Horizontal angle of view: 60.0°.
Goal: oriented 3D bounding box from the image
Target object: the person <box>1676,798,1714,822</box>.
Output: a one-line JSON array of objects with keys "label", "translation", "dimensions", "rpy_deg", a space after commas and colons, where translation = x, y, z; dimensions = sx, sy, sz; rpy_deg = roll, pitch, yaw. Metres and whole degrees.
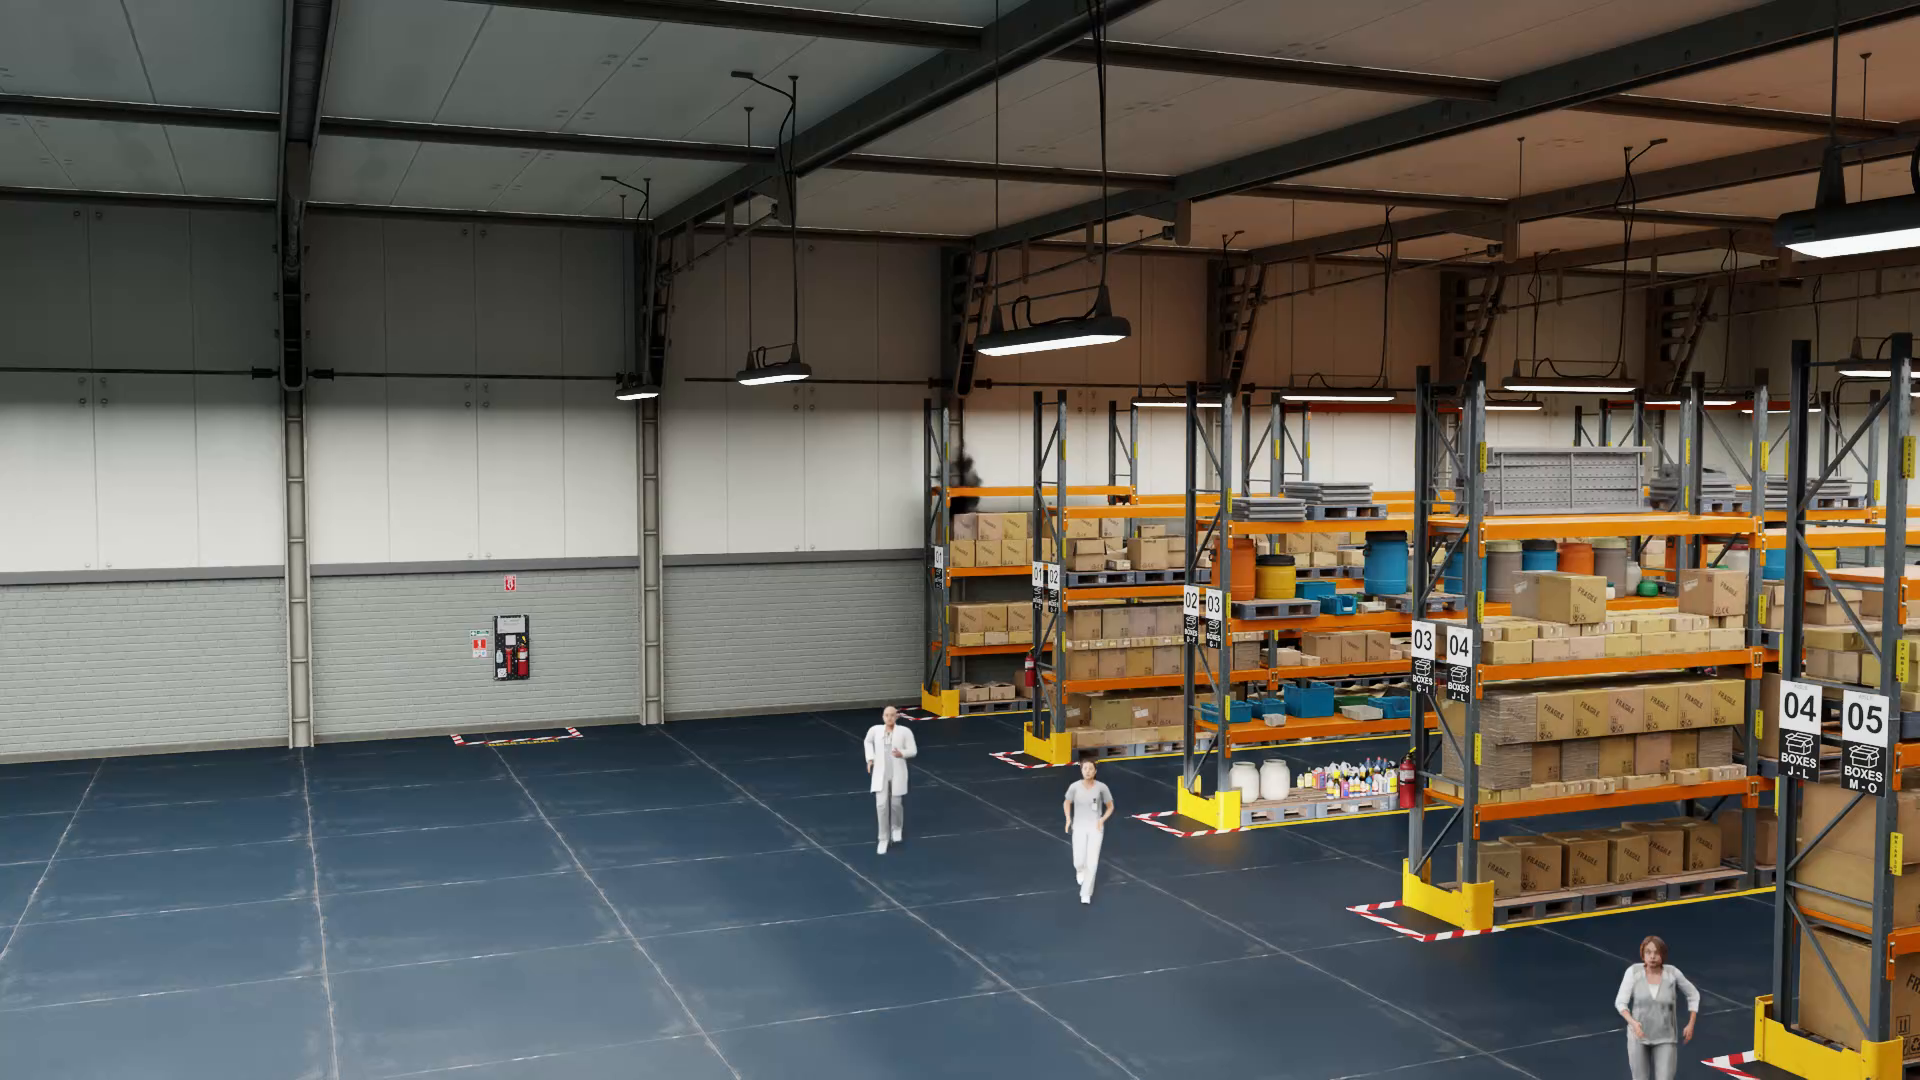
[{"label": "person", "translation": [9.483, 3.021, 21.583], "dimensions": [0.591, 1.726, 0.687], "rpy_deg": [-2, 4, -24]}]

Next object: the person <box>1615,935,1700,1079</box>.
[{"label": "person", "translation": [5.069, 3.658, 12.112], "dimensions": [0.568, 1.561, 0.586], "rpy_deg": [2, 4, 25]}]

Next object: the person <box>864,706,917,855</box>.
[{"label": "person", "translation": [-0.891, 3.021, 21.190], "dimensions": [0.694, 1.822, 0.876], "rpy_deg": [0, 3, 3]}]

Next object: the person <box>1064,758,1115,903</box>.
[{"label": "person", "translation": [1.446, 3.261, 18.707], "dimensions": [0.578, 1.621, 0.560], "rpy_deg": [0, 3, 8]}]
